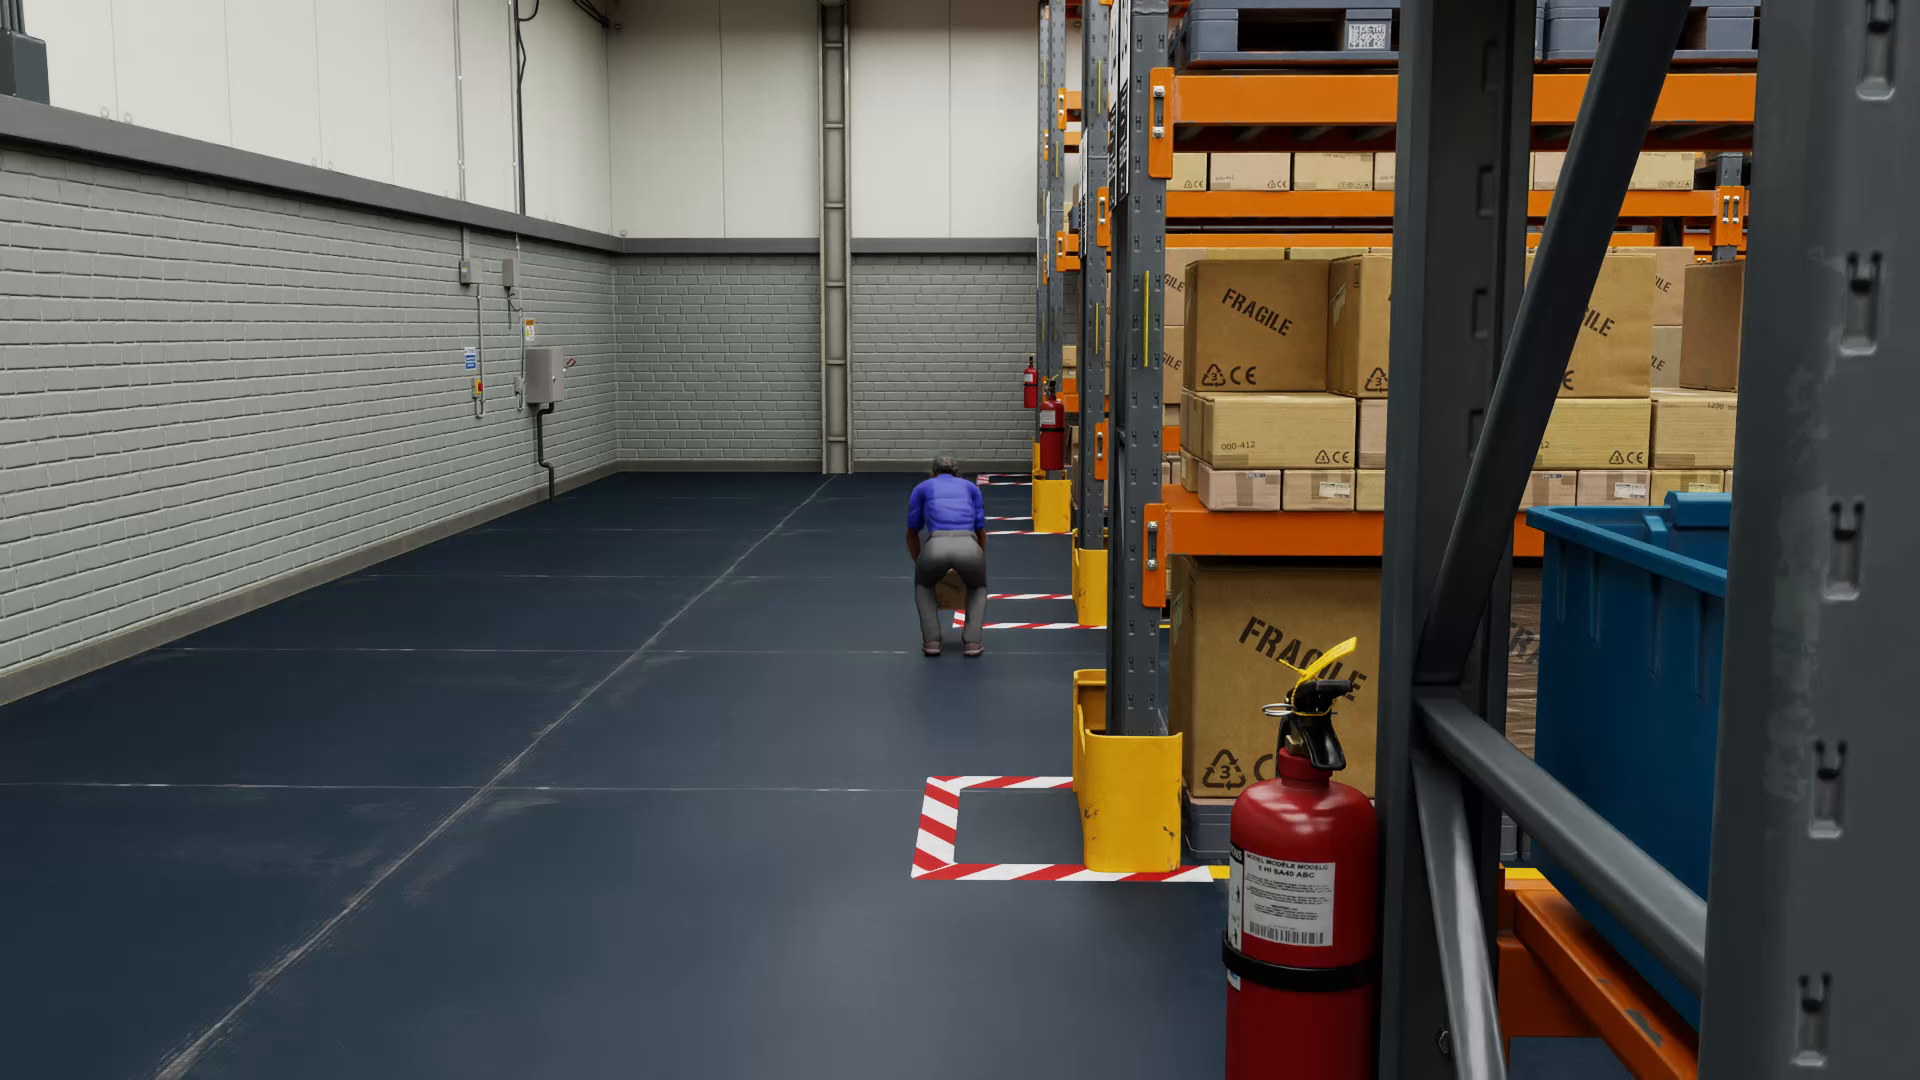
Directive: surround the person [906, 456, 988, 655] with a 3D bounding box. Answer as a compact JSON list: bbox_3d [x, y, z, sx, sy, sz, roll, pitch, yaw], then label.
[{"bbox_3d":[-0.083,0.096,9.996,0.501,1.168,0.726,0,7,1],"label":"person"}]
